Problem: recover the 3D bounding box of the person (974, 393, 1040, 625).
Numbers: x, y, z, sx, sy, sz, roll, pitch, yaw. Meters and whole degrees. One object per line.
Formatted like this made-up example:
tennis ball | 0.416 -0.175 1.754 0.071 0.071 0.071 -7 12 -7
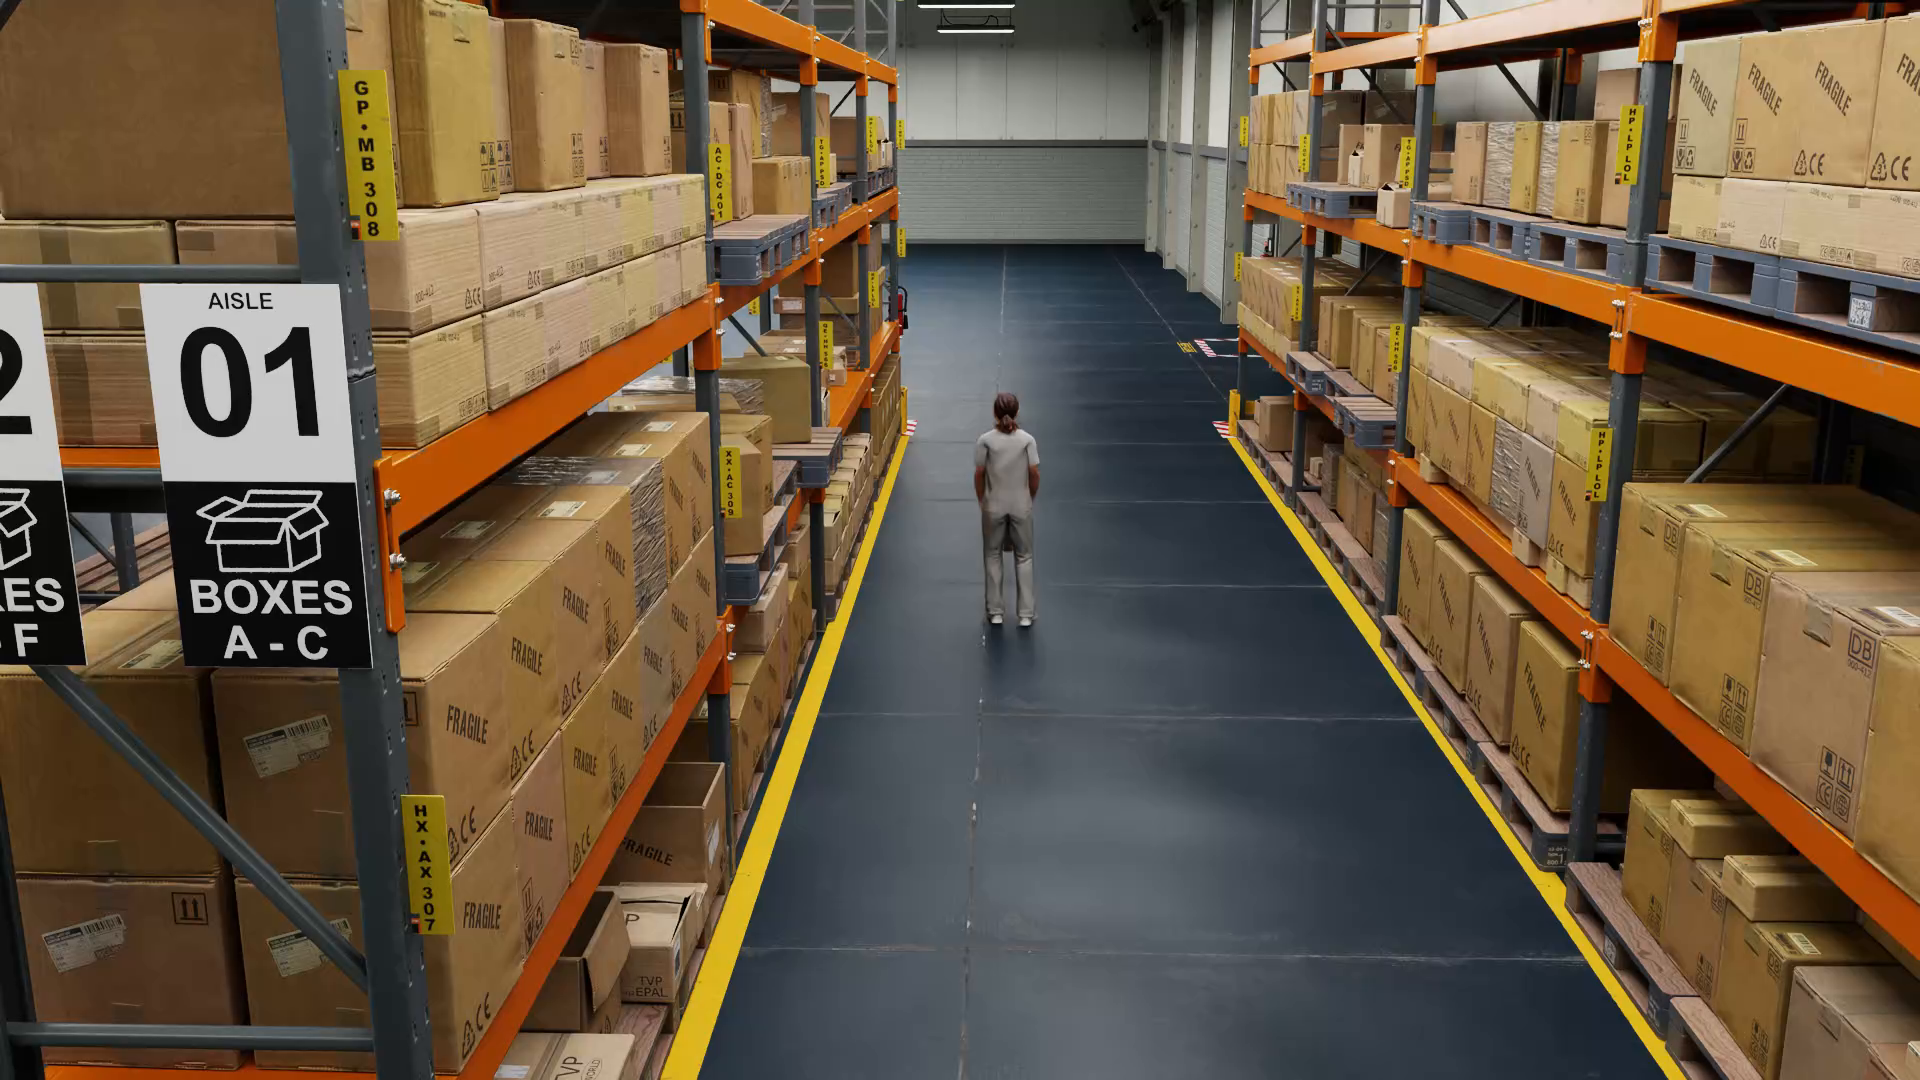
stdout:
person | 0.332 -0.224 11.894 0.471 1.676 0.414 0 14 0
